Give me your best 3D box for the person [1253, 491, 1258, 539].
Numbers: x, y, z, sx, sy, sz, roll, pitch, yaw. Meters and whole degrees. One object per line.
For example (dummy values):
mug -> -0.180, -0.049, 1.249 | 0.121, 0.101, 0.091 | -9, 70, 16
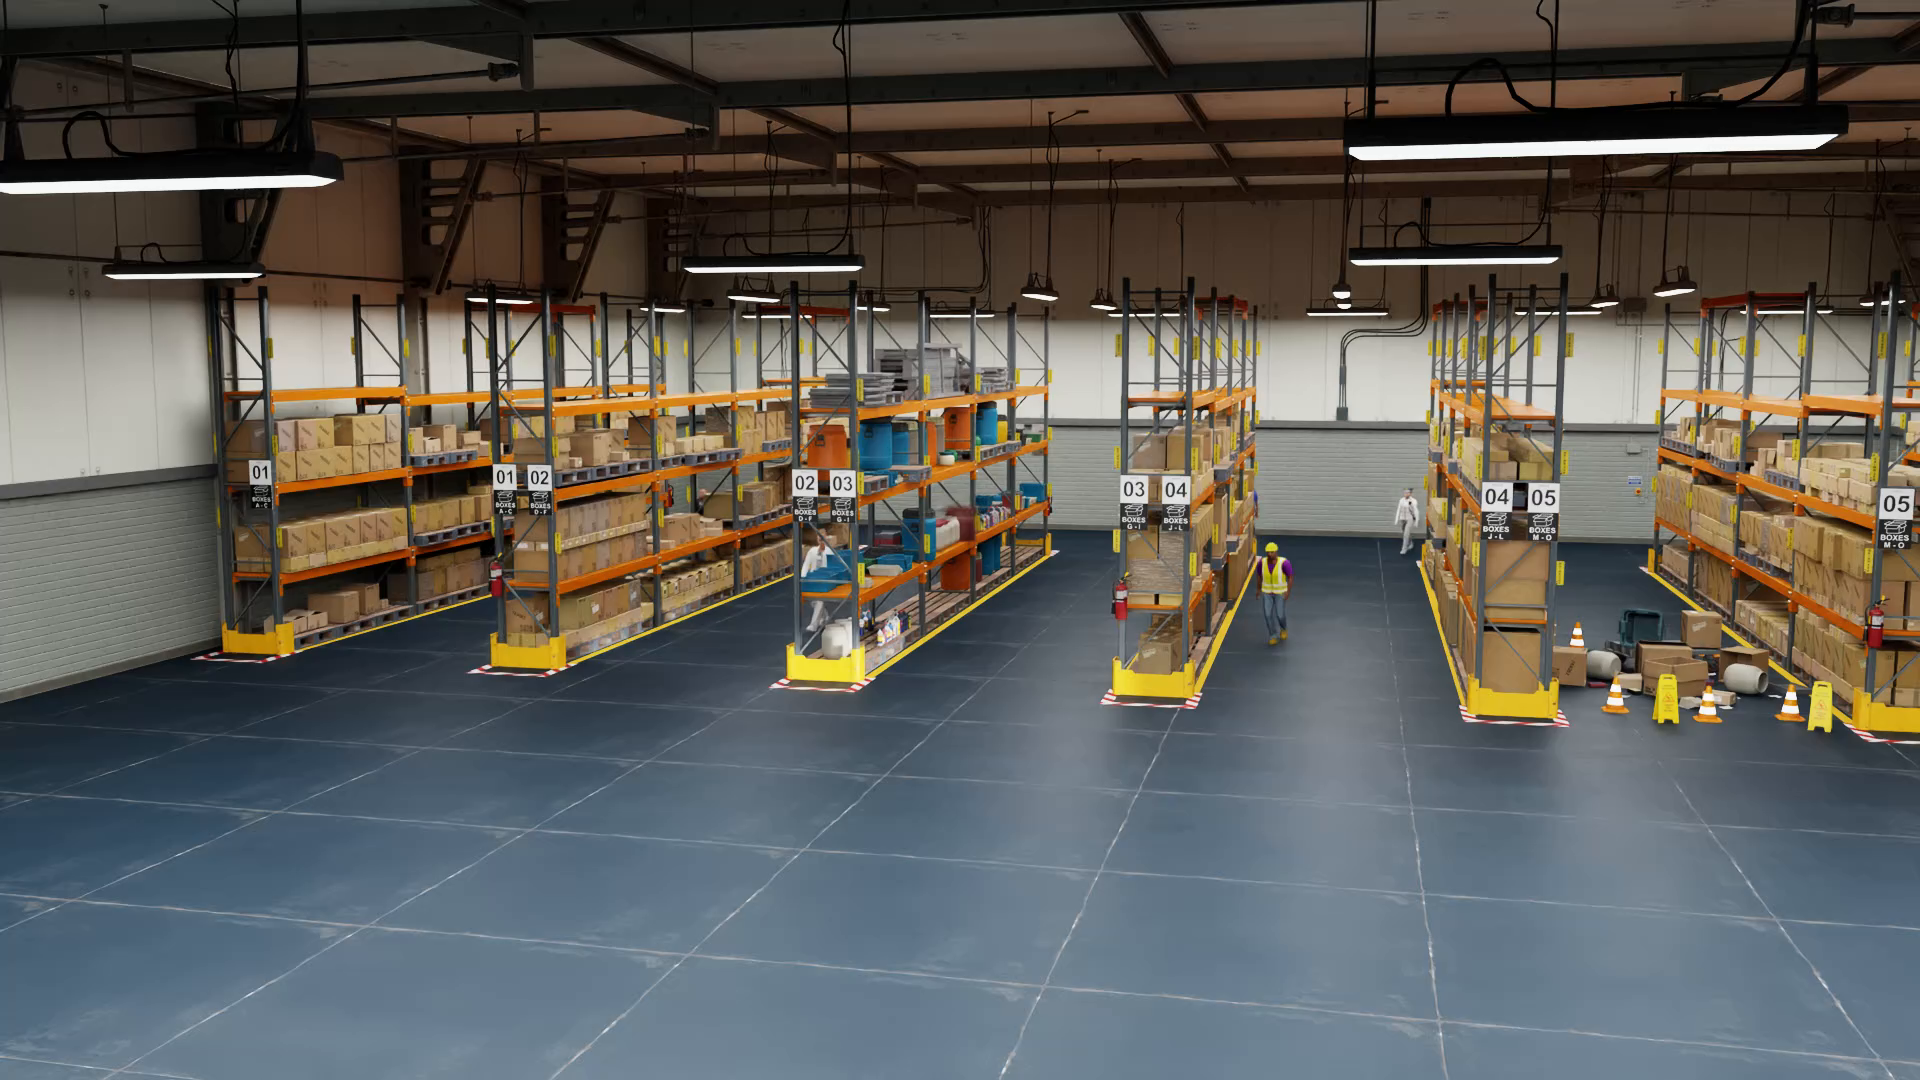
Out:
person -> 7.468, -0.743, 42.936 | 0.461, 1.597, 1.047 | 6, 9, 42

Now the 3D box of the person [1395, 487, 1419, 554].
person -> 10.960, -0.493, 40.671 | 0.508, 1.618, 1.032 | 5, 9, 40

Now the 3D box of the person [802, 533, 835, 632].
person -> -2.492, 0.747, 29.601 | 0.672, 1.735, 1.084 | 1, 7, 11

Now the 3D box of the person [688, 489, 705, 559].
person -> -6.148, -0.390, 39.577 | 0.611, 1.652, 1.082 | 1, 7, 8

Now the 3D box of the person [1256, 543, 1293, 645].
person -> 5.370, 0.893, 28.331 | 0.636, 1.739, 0.678 | 3, 7, 24
